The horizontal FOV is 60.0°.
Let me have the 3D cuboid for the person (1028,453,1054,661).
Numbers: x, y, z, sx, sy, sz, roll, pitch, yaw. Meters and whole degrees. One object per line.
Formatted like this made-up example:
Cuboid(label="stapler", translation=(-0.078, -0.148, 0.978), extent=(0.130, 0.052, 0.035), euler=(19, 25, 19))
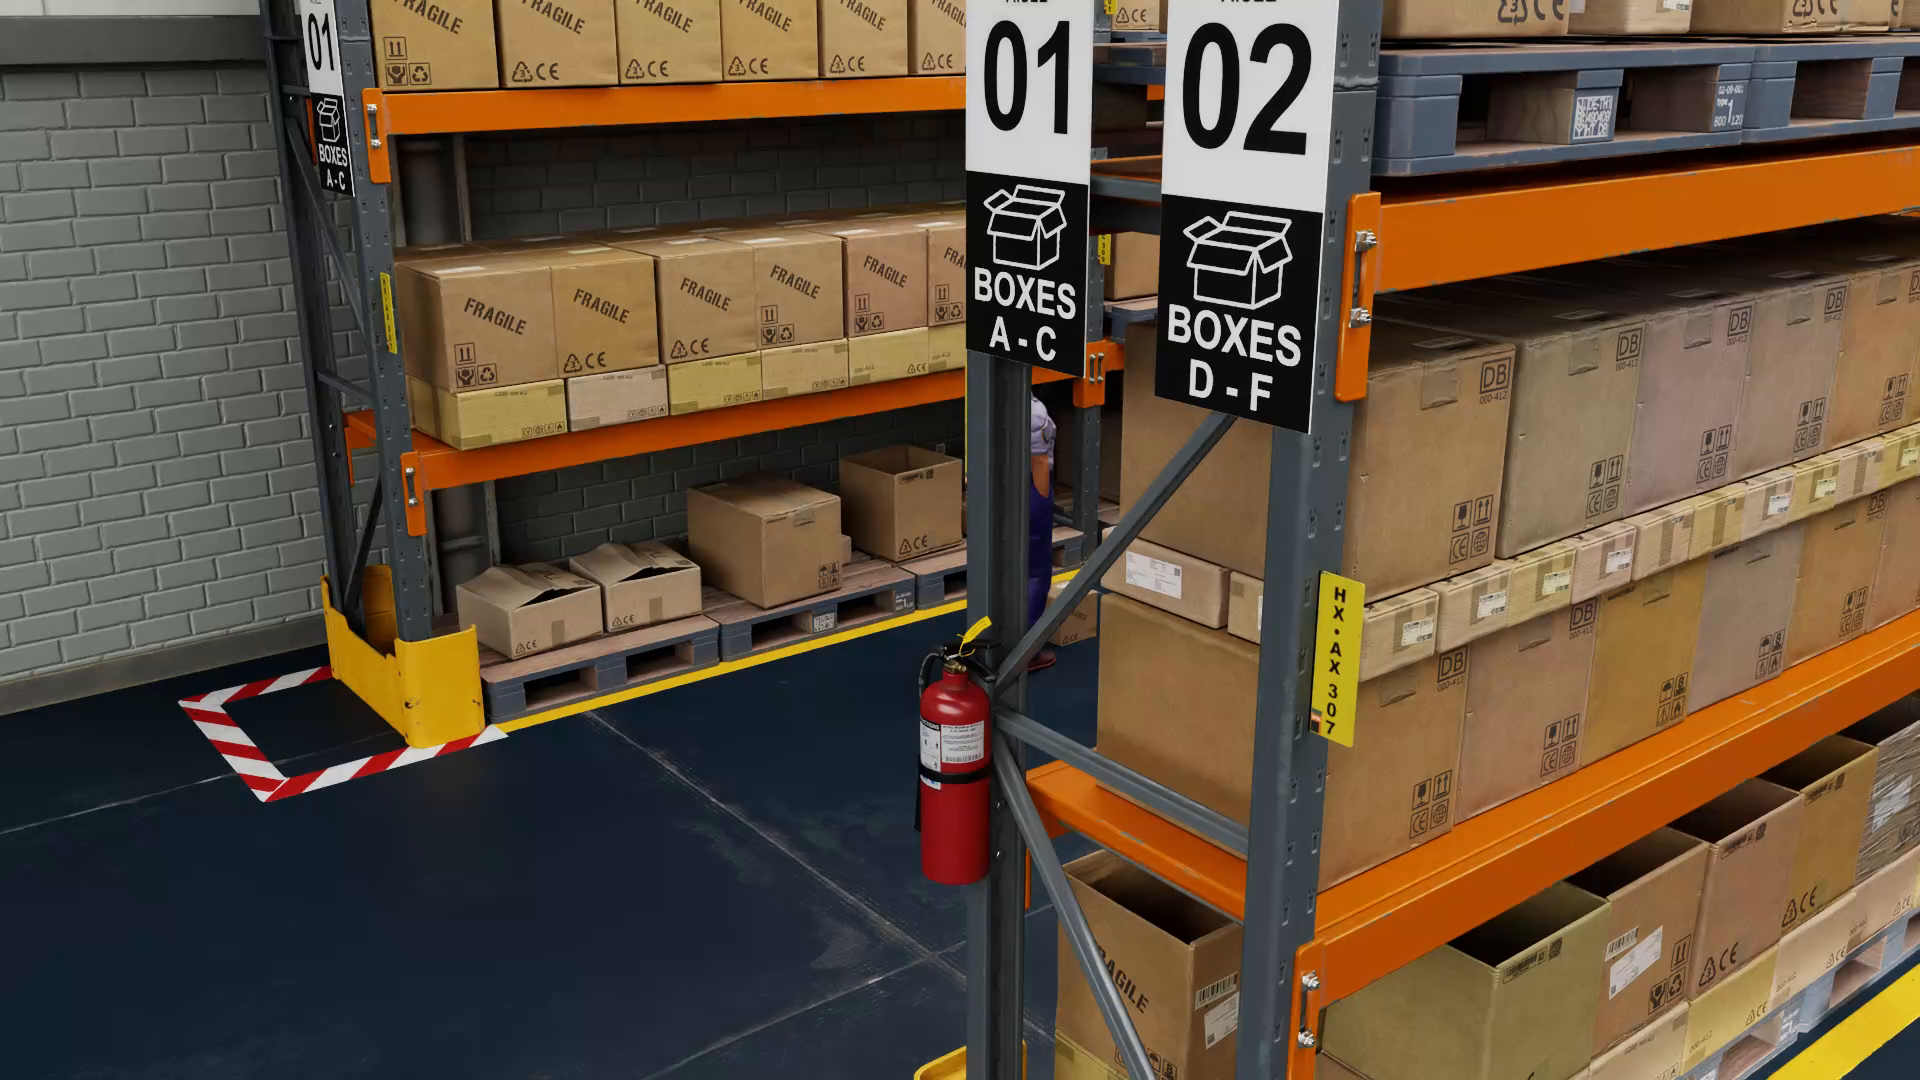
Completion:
Cuboid(label="person", translation=(0.255, -0.213, 8.132), extent=(0.468, 1.574, 0.343), euler=(14, 22, 37))
